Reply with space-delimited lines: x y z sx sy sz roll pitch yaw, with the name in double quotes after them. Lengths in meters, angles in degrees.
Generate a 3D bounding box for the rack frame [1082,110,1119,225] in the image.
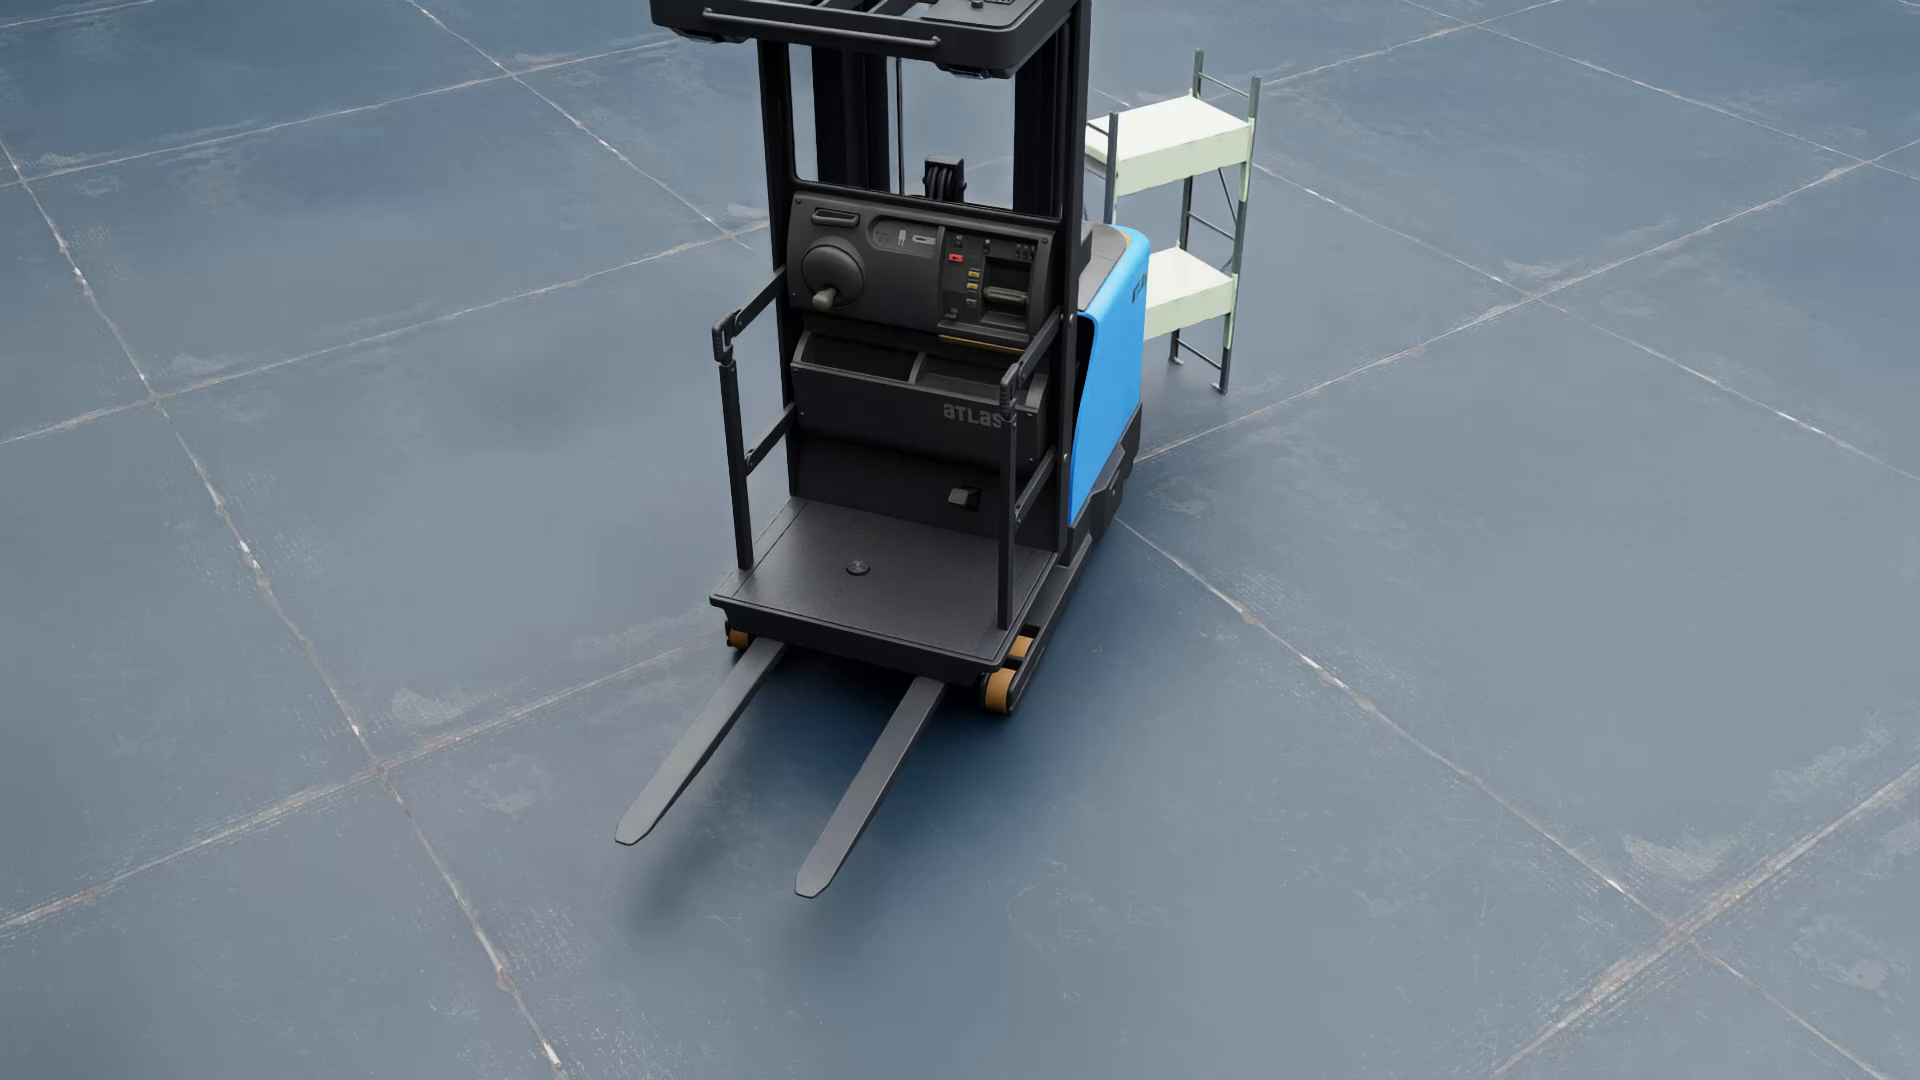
0.506 -1.157 7.074 0.023 1.500 0.400 -21 41 -26 "rack frame"

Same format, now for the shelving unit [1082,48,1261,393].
0.813 -1.273 7.235 0.755 1.500 0.431 -21 41 -26 "shelving unit"

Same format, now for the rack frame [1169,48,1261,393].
1.121 -1.389 7.396 0.023 1.500 0.400 -21 41 -26 "rack frame"

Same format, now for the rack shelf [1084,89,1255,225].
0.813 -1.590 7.007 0.720 0.370 0.431 -21 41 -26 "rack shelf"

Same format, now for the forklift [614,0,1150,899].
-0.218 -0.849 5.421 1.130 2.935 3.031 12 38 16 "forklift"

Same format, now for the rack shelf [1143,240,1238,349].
0.813 -1.008 7.425 0.720 0.370 0.431 -21 41 -26 "rack shelf"
